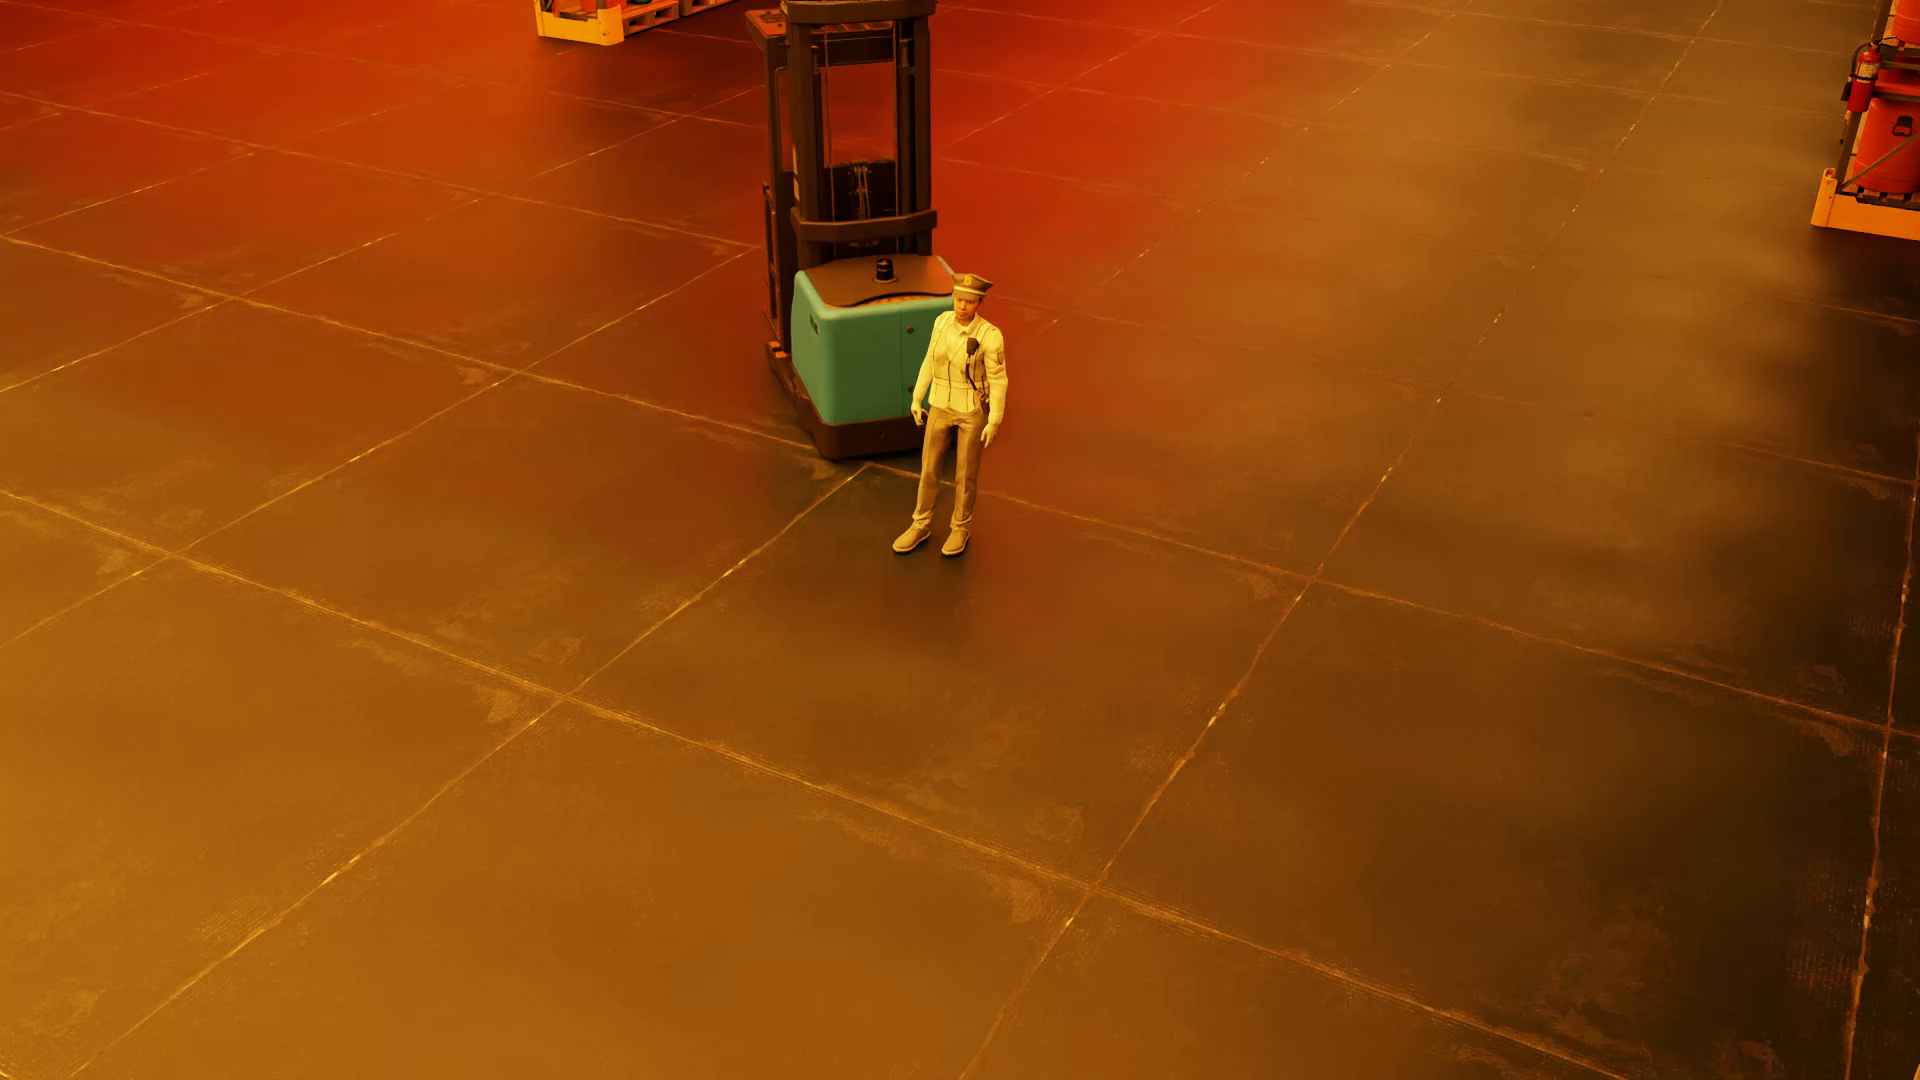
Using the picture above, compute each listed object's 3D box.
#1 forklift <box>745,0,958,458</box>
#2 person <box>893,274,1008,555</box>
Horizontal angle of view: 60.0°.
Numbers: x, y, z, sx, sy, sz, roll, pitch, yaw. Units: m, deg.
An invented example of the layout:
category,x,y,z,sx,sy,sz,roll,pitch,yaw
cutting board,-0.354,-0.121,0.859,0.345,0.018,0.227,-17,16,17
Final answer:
category,x,y,z,sx,sy,sz,roll,pitch,yaw
forklift,-0.802,-2.522,11.441,1.130,2.935,3.031,-9,31,-14
person,-0.038,-0.712,9.527,0.588,1.697,0.533,15,33,25
